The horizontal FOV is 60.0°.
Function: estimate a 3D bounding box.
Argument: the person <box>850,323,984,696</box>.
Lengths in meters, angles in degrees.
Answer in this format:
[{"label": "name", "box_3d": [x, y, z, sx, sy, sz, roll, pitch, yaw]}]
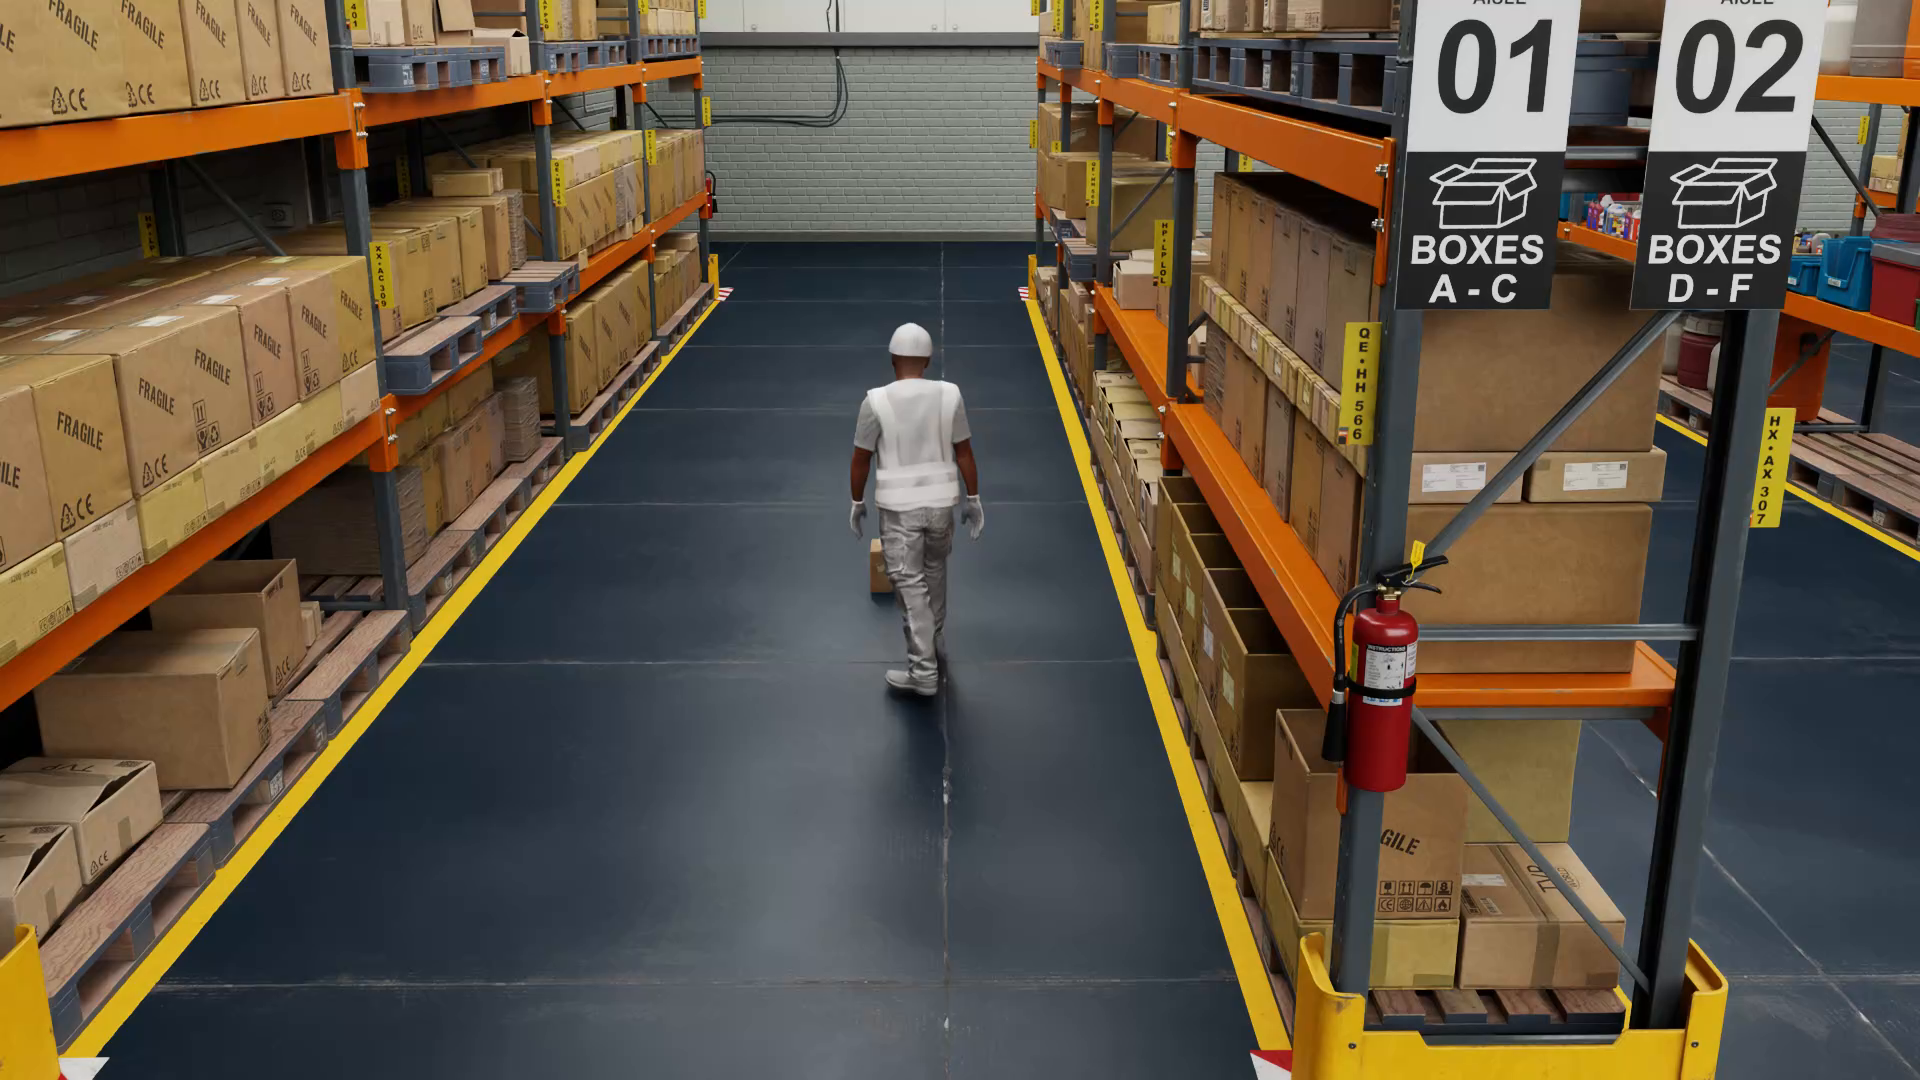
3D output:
[{"label": "person", "box_3d": [-0.235, -0.192, 8.179, 0.607, 1.737, 0.944, -7, 18, -21]}]
